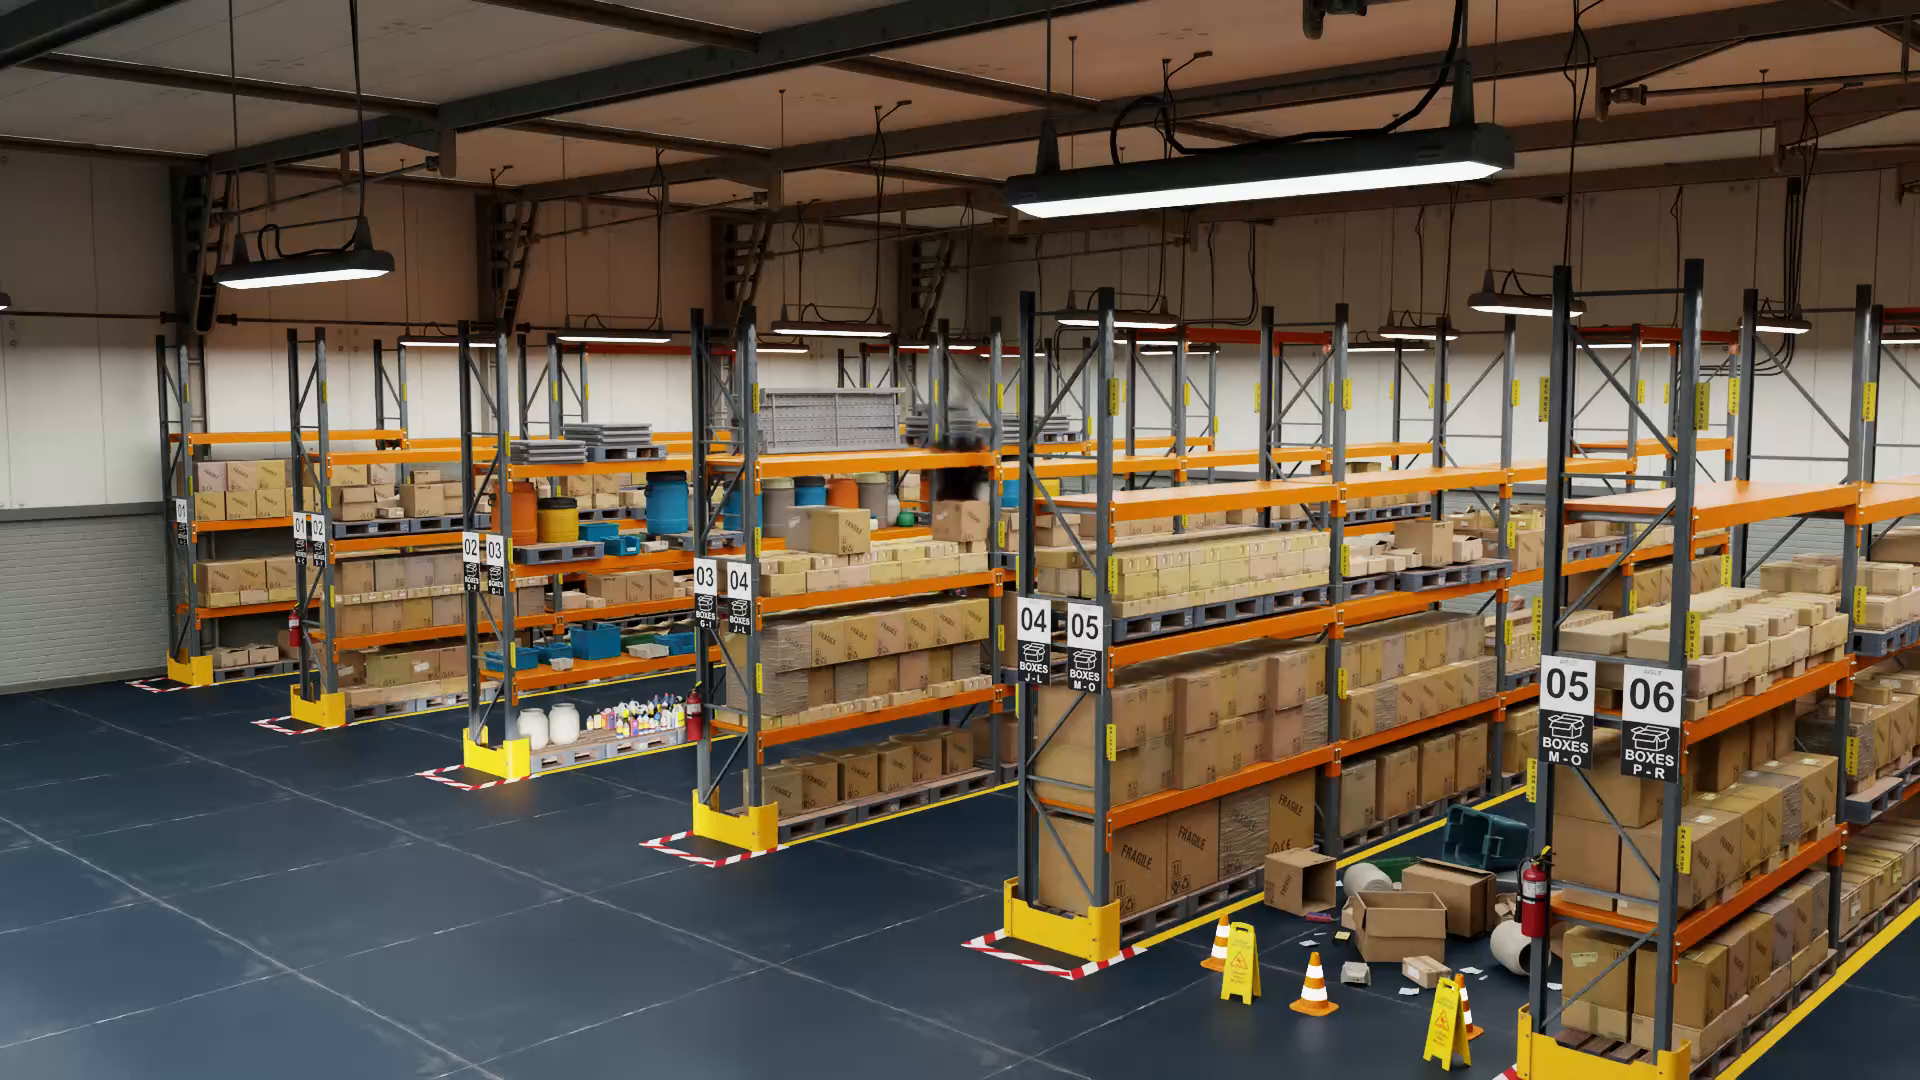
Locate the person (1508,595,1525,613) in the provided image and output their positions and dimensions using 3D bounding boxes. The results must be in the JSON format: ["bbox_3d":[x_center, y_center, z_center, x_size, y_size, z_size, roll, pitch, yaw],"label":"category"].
[{"bbox_3d":[8.982,1.787,26.552,0.908,1.824,0.702,-4,7,-37],"label":"person"}]
